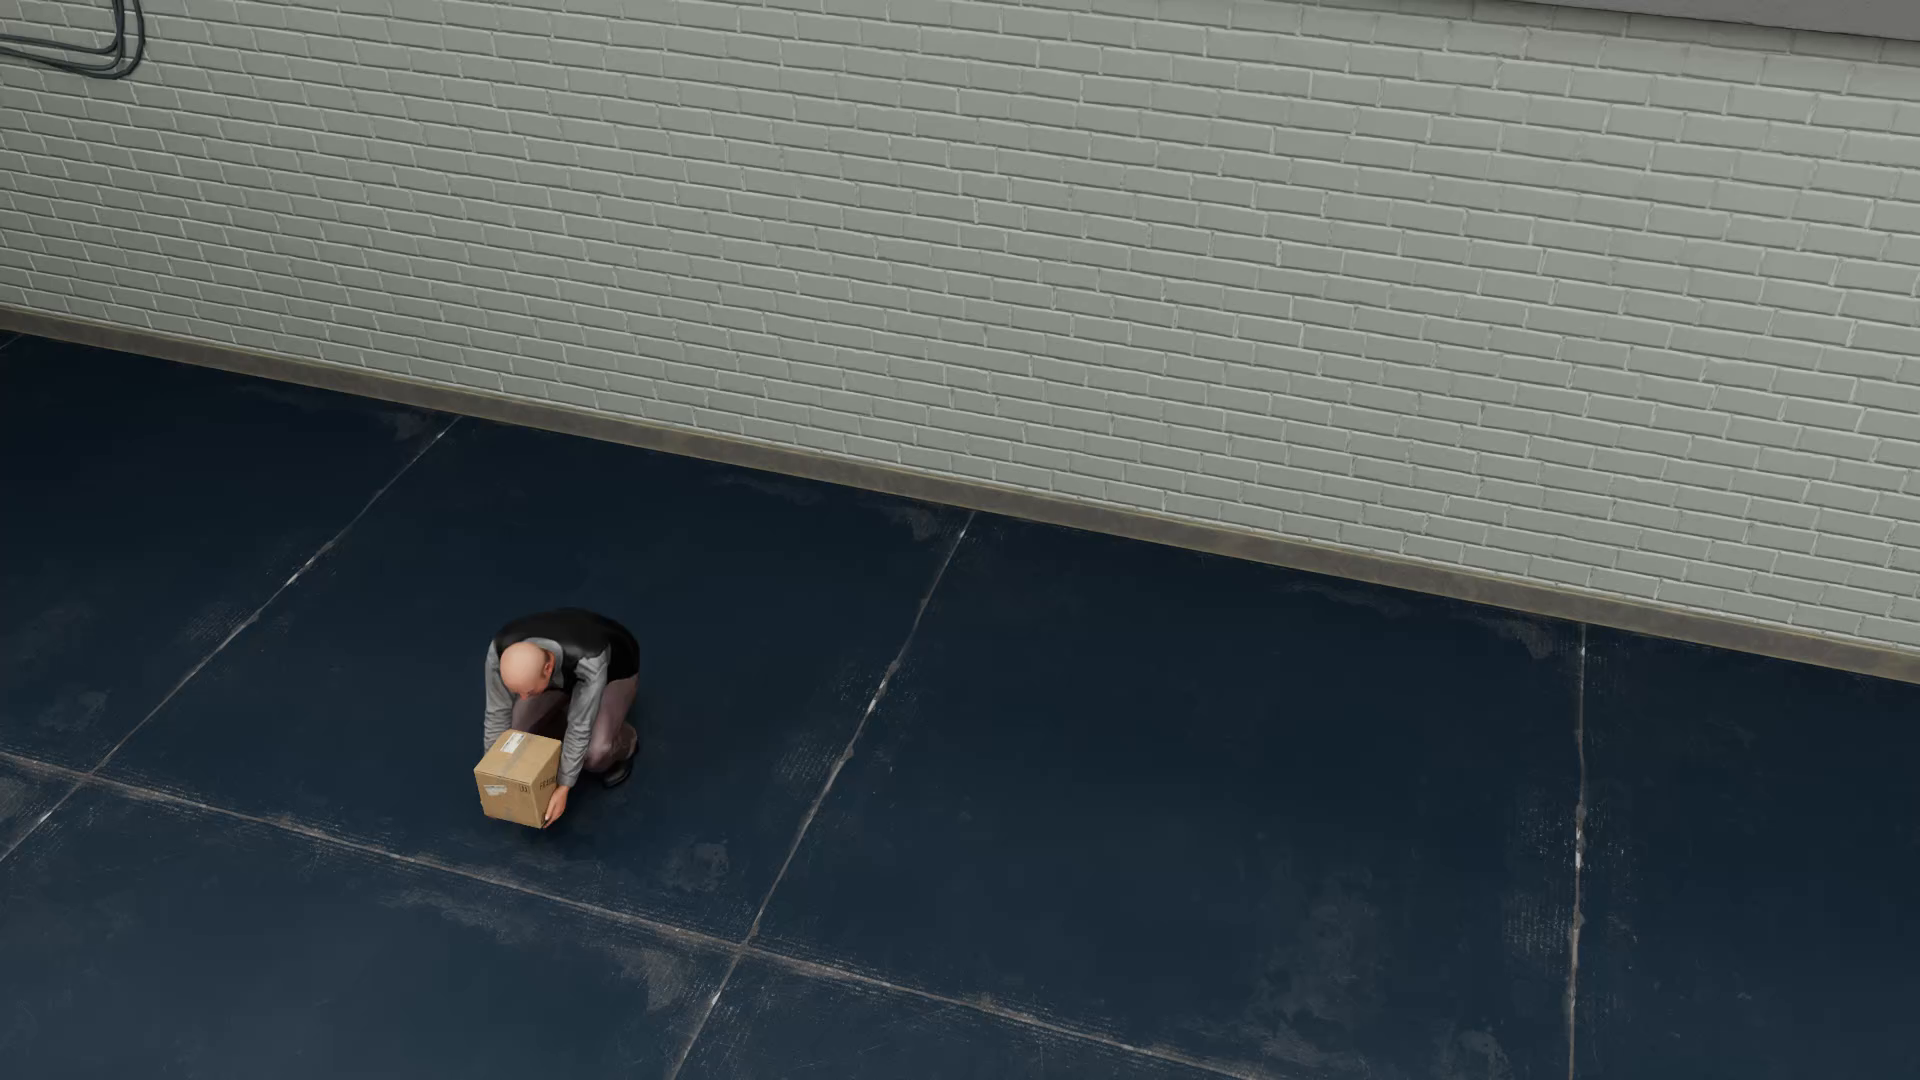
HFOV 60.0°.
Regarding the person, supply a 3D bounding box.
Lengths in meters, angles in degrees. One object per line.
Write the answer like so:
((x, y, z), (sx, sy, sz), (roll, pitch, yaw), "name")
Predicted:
((-1.612, 0.630, 6.716), (0.520, 0.962, 0.874), (10, 38, 13), "person")
